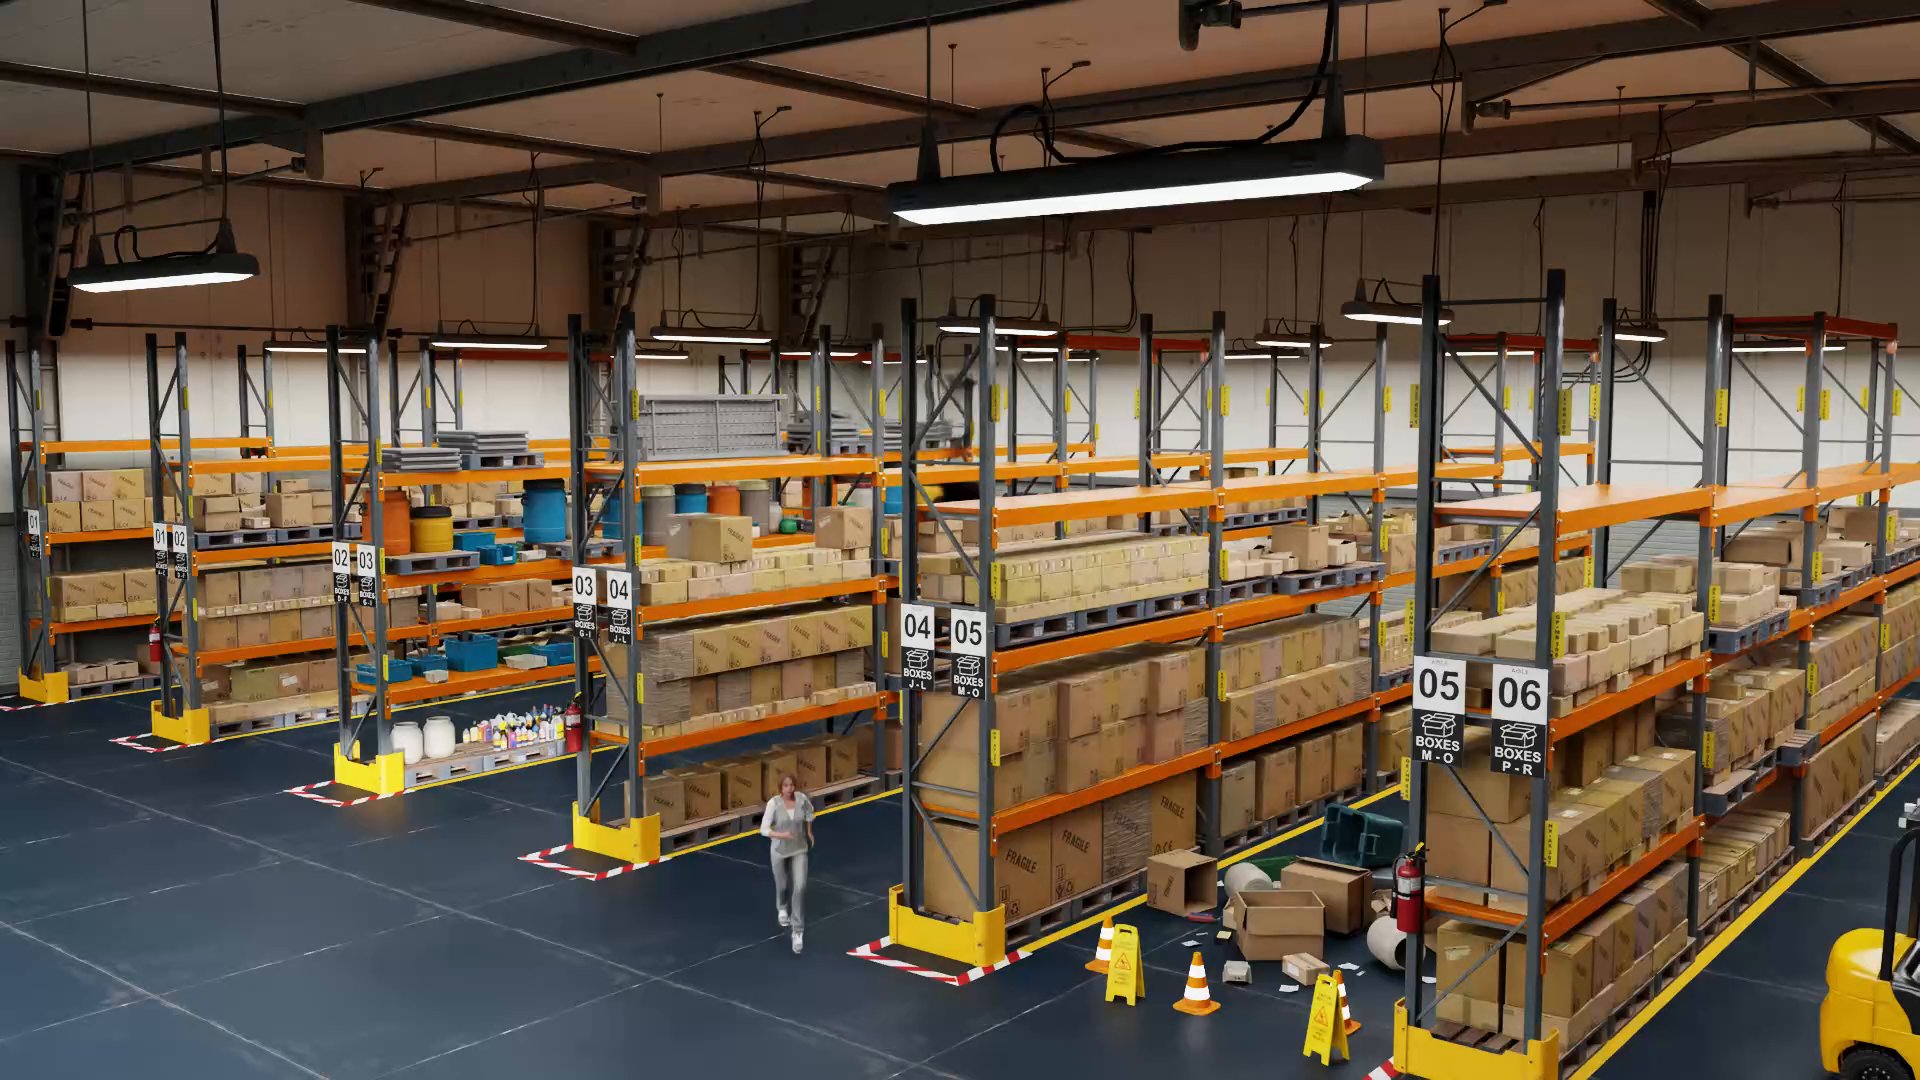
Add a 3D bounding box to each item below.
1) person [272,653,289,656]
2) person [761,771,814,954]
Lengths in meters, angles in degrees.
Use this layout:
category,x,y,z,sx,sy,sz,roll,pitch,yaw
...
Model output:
category,x,y,z,sx,sy,sz,roll,pitch,yaw
person,-11.494,1.874,27.919,0.694,1.571,0.887,1,5,14
person,-1.612,2.959,15.603,0.532,1.641,0.807,-1,5,-12
